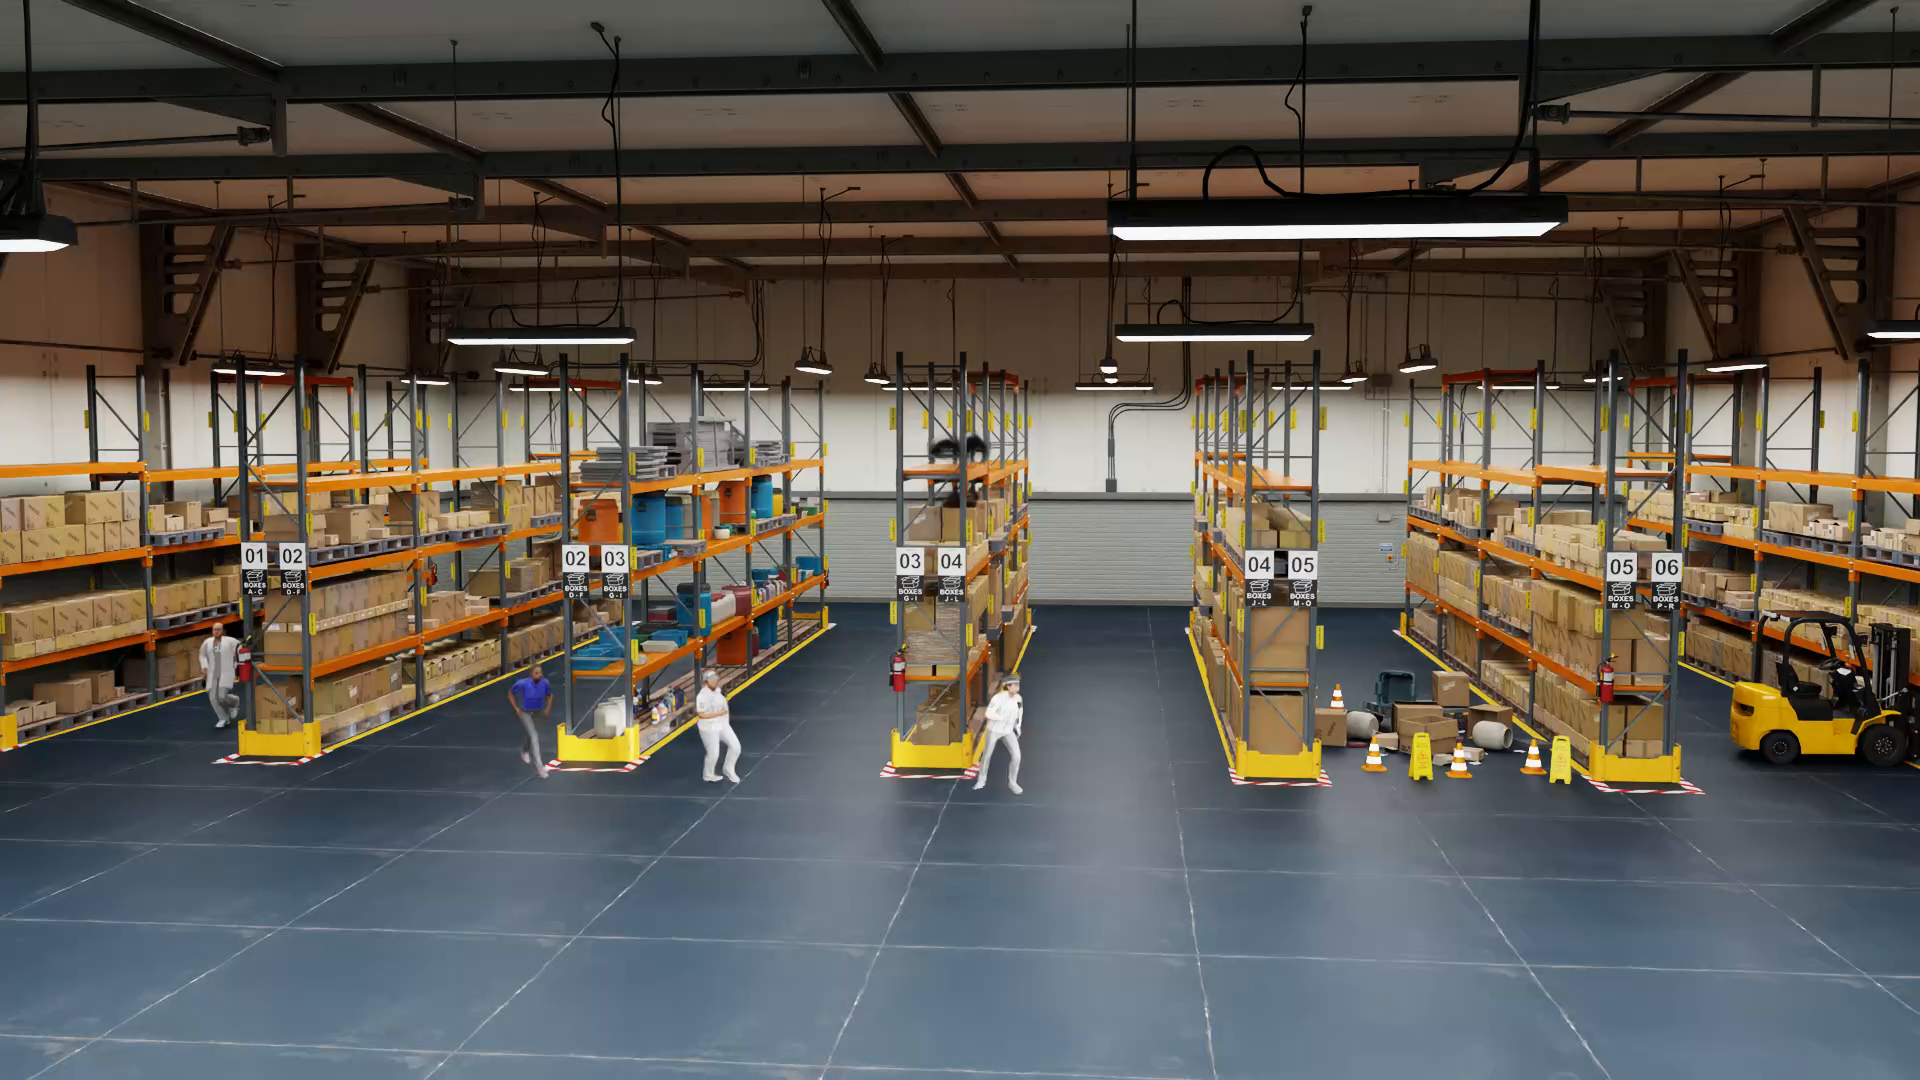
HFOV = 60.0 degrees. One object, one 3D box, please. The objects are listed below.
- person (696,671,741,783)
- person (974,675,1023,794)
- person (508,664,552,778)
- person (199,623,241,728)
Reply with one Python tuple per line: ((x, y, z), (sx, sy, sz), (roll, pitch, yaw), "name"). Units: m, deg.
((-3.374, 2.581, 22.834), (0.639, 1.629, 0.736), (3, 5, 36), "person")
((0.580, 2.617, 22.529), (0.685, 1.614, 0.785), (-1, 4, -19), "person")
((-6.141, 2.543, 23.714), (0.621, 1.603, 0.962), (-3, 5, -33), "person")
((-12.131, 2.211, 27.243), (0.684, 1.724, 0.614), (0, 4, -2), "person")
